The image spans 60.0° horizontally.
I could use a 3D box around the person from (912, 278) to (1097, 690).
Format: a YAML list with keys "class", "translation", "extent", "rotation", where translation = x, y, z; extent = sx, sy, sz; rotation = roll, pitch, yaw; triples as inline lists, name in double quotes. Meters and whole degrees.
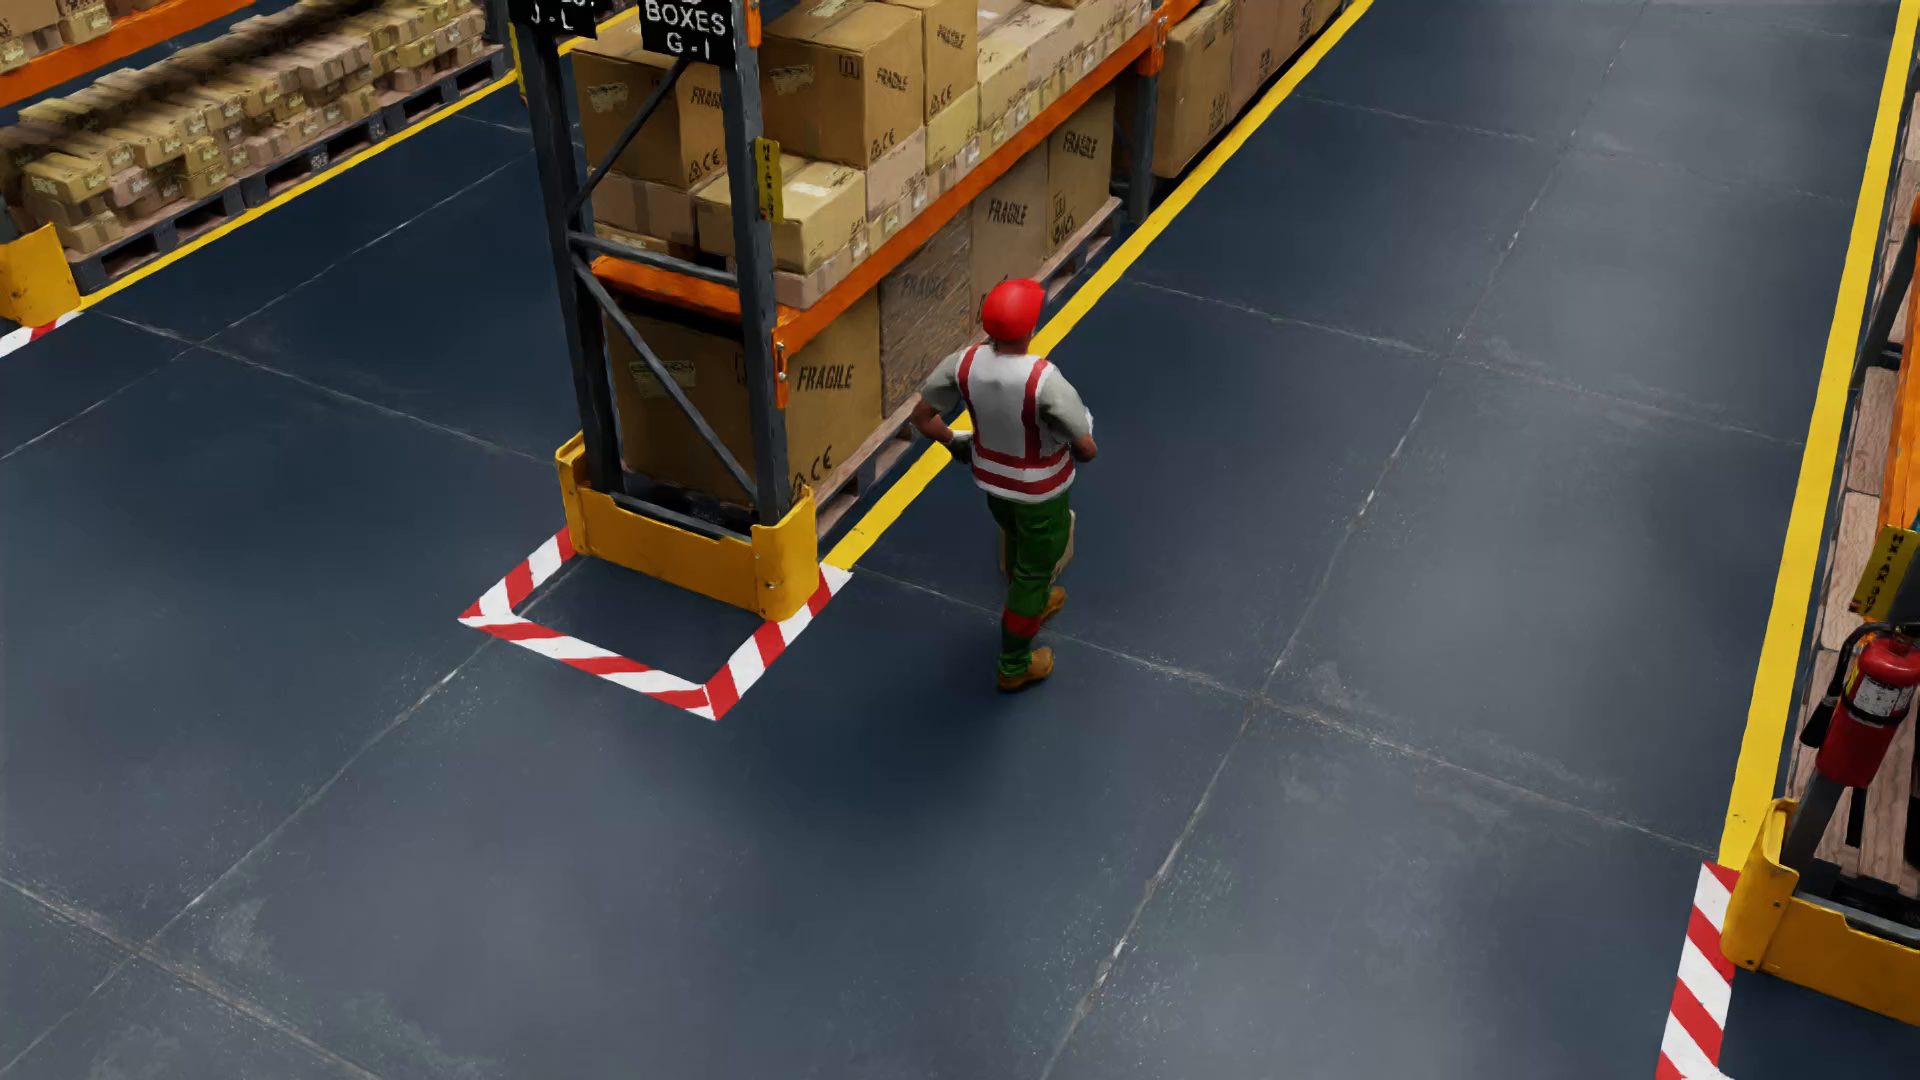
- class: "person"
  translation: [0.292, -0.284, 6.506]
  extent: [0.709, 1.797, 0.710]
  rotation: [21, 43, 25]
